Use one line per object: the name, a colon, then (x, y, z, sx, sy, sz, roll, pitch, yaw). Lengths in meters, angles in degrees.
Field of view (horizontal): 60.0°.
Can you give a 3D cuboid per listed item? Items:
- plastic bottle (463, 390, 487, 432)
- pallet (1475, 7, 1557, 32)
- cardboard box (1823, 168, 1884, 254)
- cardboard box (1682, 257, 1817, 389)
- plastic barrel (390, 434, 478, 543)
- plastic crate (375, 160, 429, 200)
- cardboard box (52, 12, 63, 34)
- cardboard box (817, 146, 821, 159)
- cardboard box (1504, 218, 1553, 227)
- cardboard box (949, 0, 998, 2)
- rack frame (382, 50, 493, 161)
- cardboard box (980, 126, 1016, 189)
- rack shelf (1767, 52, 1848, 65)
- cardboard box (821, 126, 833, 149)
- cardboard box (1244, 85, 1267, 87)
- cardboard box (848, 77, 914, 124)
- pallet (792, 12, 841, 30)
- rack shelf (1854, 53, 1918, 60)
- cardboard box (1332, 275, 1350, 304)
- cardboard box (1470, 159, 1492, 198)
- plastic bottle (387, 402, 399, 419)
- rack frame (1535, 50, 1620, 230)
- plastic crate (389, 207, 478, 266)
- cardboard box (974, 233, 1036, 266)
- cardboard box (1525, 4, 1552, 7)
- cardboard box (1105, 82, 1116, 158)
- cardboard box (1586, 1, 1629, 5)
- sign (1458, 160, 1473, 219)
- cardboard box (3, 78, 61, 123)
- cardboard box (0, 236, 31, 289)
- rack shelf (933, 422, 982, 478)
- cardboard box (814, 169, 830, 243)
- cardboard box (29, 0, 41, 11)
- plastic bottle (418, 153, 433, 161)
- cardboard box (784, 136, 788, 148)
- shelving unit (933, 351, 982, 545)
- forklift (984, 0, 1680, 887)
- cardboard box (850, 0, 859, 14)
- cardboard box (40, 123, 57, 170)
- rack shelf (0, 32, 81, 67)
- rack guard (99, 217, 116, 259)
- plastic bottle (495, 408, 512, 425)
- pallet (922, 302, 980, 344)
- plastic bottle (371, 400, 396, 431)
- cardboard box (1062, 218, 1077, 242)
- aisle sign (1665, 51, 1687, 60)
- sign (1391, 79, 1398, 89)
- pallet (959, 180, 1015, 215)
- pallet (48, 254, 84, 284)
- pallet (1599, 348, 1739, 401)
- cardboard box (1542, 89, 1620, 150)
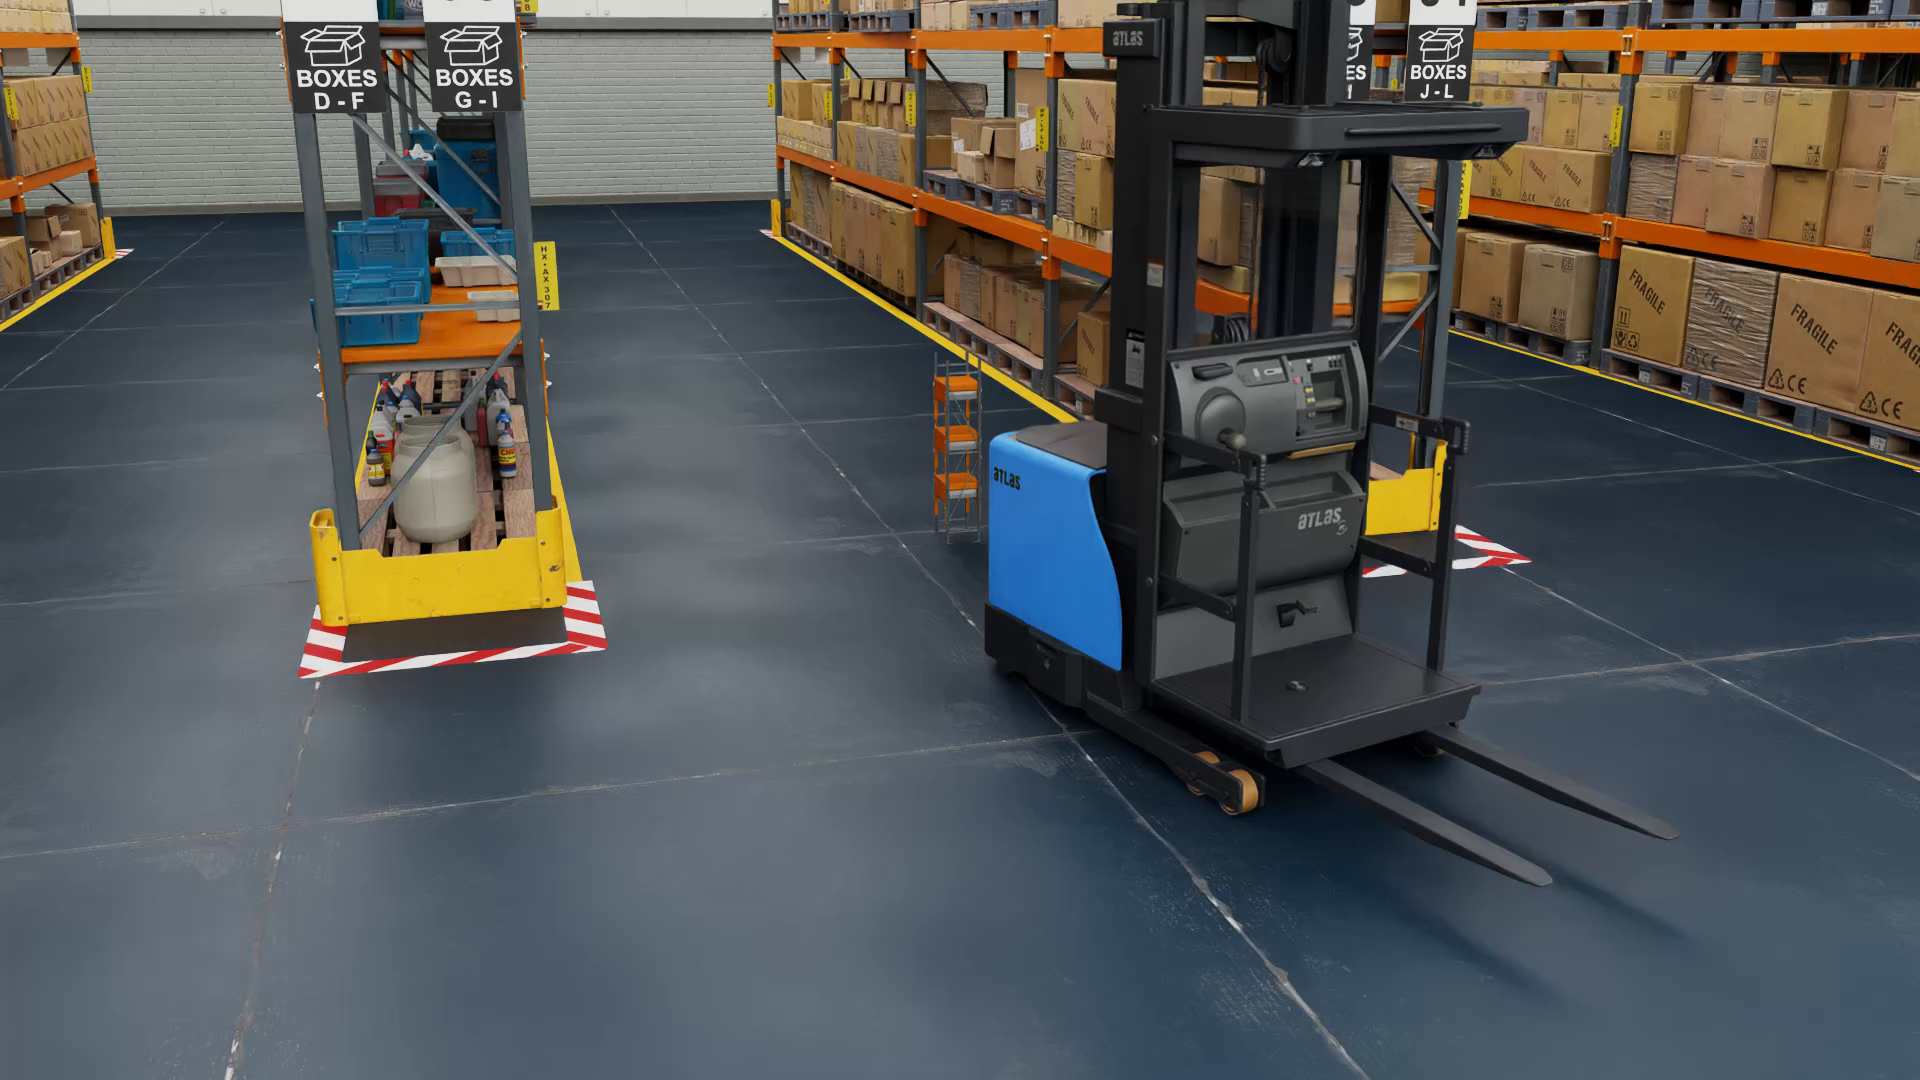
plastic bottle: (-3.239, -0.874, 11.119, 0.152, 0.276, 0.135, -5, 17, -15)
pallet: (5.387, -4.921, 15.734, 1.003, 0.211, 1.213, -4, 17, -13)
cardboard box: (6.697, -2.331, 11.737, 0.875, 0.550, 0.550, -5, 17, -15)
cardboard box: (6.305, -1.706, 12.881, 0.875, 0.875, 0.875, -5, 17, -15)
plastic barrel: (-2.766, -0.275, 8.746, 0.421, 0.512, 0.421, 0, 17, 0)
plastic crate: (-4.560, -2.861, 13.652, 0.402, 0.464, 0.583, -5, 17, -15)
cardboard box: (-11.151, -6.228, 20.019, 0.500, 0.250, 0.500, -5, 17, -15)
cardboard box: (-1.587, -4.880, 20.921, 0.380, 0.149, 0.250, -5, 17, -16)
cardboard box: (8.412, -4.739, 23.740, 0.875, 0.438, 0.875, -5, 17, -16)
cardboard box: (0.215, -4.988, 14.586, 0.500, 0.500, 0.500, -5, 17, -17)
rack frame: (-4.710, -3.302, 15.230, 1.000, 3.000, 0.127, -5, 17, -15)
cardboard box: (0.586, -3.310, 14.347, 0.797, 0.503, 0.637, -3, 17, -10)
rack shelf: (10.130, -5.016, 16.972, 1.077, 0.370, 4.000, -5, 17, -15)
cardboard box: (-1.421, -4.972, 20.533, 0.500, 0.250, 0.500, -5, 17, -16)
cardboard box: (2.092, -2.600, 10.466, 0.500, 0.500, 0.500, -5, 17, -15)
cardboard box: (-0.864, -5.152, 19.472, 0.797, 0.503, 0.637, -5, 17, -17)
pallet: (-1.593, -6.758, 21.676, 1.003, 0.211, 1.213, -5, 17, -15)
rack shelf: (13.803, -6.516, 21.965, 1.077, 0.370, 4.000, -5, 17, -15)
cardboard box: (1.974, -1.423, 9.411, 0.380, 0.149, 0.250, -5, 17, -15)
cardboard box: (5.128, -3.542, 15.856, 0.500, 0.500, 0.500, -5, 17, -16)
plastic bottle: (-3.660, -0.753, 10.724, 0.097, 0.271, 0.097, 0, 17, 0)
rack frame: (8.481, -5.583, 22.825, 1.000, 3.000, 0.127, -5, 17, -15)
plastic crate: (-3.589, -2.011, 11.040, 0.767, 0.338, 0.504, -5, 17, -15)
cardboard box: (0.421, -2.737, 15.627, 0.500, 0.250, 0.500, -3, 17, -9)
cardboard box: (7.998, -7.356, 22.842, 0.396, 0.266, 0.258, -4, 17, -13)
cardboard box: (1.307, -2.835, 11.247, 0.500, 0.500, 0.500, -5, 17, -15)
cardboard box: (8.445, -7.002, 21.431, 0.500, 0.500, 0.500, -5, 17, -16)
sign: (2.772, -1.938, 9.185, 0.100, 0.325, 0.005, -5, 17, -15)
cardboard box: (-10.858, -5.125, 19.386, 0.500, 0.500, 0.500, -4, 17, -14)
cardboard box: (-10.162, -2.917, 17.530, 0.500, 0.500, 0.500, -5, 17, -16)
rack shelf: (-0.015, -0.507, 9.353, 0.215, 0.259, 0.240, -5, 17, -15)
cardboard box: (-1.399, -4.421, 21.920, 0.875, 0.875, 0.875, -5, 17, -15)
cardboard box: (-10.871, -6.192, 19.028, 0.500, 0.250, 0.500, -5, 17, -15)
plastic bottle: (-5.648, -3.947, 17.592, 0.152, 0.276, 0.135, -5, 17, -15)
cardboard box: (-2.223, -5.520, 23.051, 0.380, 0.149, 0.250, -5, 17, -17)
shelving unit: (-0.015, -0.518, 9.350, 0.215, 1.050, 0.252, -5, 17, -15)
forklift: (1.300, -0.547, 6.177, 1.130, 2.935, 3.031, -10, 19, -30)
cardboard box: (-0.878, -6.326, 19.179, 0.700, 0.500, 0.500, -4, 17, -14)
cardboard box: (-10.730, -4.508, 19.072, 0.500, 0.500, 0.500, -5, 17, -16)
rack shelf: (-11.123, -5.663, 19.127, 1.077, 0.370, 4.000, -5, 17, -15)
rack guard: (-11.651, -3.906, 21.586, 1.175, 0.500, 0.348, -5, 17, -15)
plastic bottle: (-2.887, -0.698, 10.538, 0.097, 0.271, 0.097, 0, 17, 0)
pallet: (0.266, -2.142, 16.215, 1.003, 0.211, 1.213, -5, 17, -15)
plastic bottle: (-3.619, -0.711, 10.446, 0.144, 0.351, 0.185, -5, 17, -16)
cardboard box: (0.978, -2.313, 12.375, 0.380, 0.149, 0.250, -5, 17, -15)
aisle sign: (11.853, -8.324, 27.430, 0.394, 0.787, 0.004, -5, 17, -15)
sign: (6.847, -7.100, 26.232, 0.100, 0.325, 0.005, -5, 17, -15)
pallet: (0.636, -3.057, 14.749, 1.003, 0.211, 1.213, -5, 17, -15)
pallet: (-11.100, -3.210, 19.772, 1.003, 0.211, 1.213, -5, 17, -15)
pallet: (6.082, -1.399, 13.743, 1.003, 0.211, 1.213, -5, 17, -15)
cardboard box: (5.663, -3.757, 14.833, 0.700, 0.500, 0.500, -5, 17, -16)
